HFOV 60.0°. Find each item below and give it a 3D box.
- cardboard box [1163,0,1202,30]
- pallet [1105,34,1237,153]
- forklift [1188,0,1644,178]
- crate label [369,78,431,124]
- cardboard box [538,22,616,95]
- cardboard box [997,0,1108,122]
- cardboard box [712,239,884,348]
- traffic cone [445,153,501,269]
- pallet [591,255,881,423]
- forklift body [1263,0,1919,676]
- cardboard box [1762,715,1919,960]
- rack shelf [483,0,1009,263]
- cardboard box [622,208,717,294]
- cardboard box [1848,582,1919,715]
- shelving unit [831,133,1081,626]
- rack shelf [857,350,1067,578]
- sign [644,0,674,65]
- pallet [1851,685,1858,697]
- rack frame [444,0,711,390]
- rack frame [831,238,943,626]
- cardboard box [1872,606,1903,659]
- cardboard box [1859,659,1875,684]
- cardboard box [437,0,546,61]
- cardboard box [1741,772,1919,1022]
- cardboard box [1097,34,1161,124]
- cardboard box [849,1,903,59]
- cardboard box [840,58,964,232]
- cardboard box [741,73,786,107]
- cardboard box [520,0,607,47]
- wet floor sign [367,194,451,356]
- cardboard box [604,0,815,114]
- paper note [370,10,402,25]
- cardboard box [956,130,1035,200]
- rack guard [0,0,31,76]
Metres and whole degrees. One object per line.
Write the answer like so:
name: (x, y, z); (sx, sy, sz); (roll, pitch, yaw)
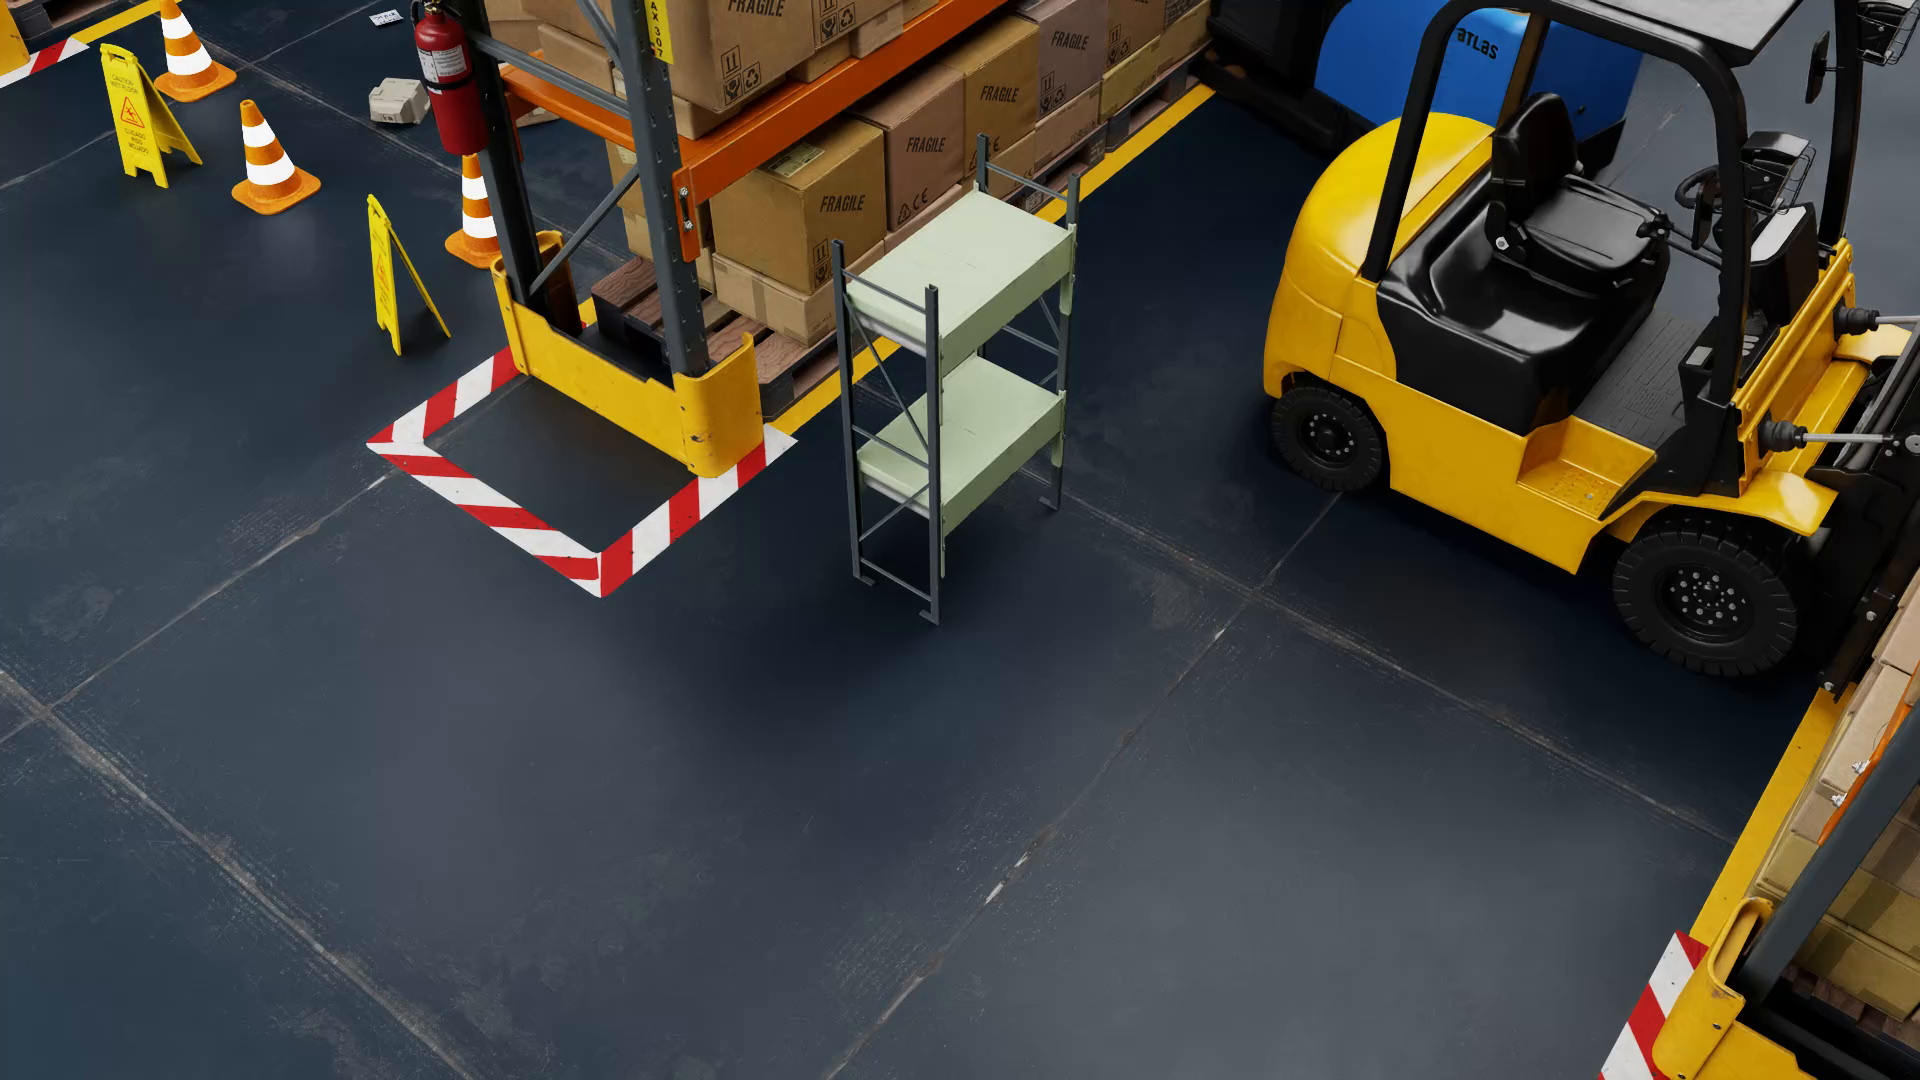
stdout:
cardboard box: (0.927, -2.856, 7.997); (0.500, 0.500, 0.500); (28, 53, 25)
pallet: (0.694, -2.496, 8.488); (1.003, 0.211, 1.213); (29, 53, 25)
forklift: (1.810, -3.423, 7.493); (1.130, 2.935, 3.031); (-28, 53, -24)
crate label: (-2.782, -2.171, 8.230); (0.250, 0.136, 0.298); (6, 47, 5)
cardboard box: (-1.310, -1.792, 6.061); (0.380, 0.149, 0.250); (31, 54, 26)
cardboard box: (0.307, -2.272, 7.439); (0.500, 0.500, 0.500); (32, 54, 27)
cardboard box: (-0.657, -1.105, 6.842); (0.500, 0.250, 0.500); (29, 53, 25)
traffic cone: (-2.127, -1.510, 7.373); (0.336, 0.463, 0.334); (29, 53, 25)
pallet: (-0.798, -1.100, 7.155); (1.003, 0.211, 1.213); (29, 53, 25)
forklift body: (2.277, -0.977, 5.695); (2.313, 2.155, 1.214); (29, 53, 25)
cardboard box: (2.611, 0.837, 4.641); (0.500, 0.250, 0.500); (29, 53, 25)
rack shelf: (-0.146, -2.466, 7.029); (1.077, 0.370, 4.000); (29, 53, 25)
cardboard box: (-1.073, -1.361, 7.087); (0.500, 0.250, 0.500); (29, 53, 25)
cardboard box: (2.903, 0.385, 4.727); (0.500, 0.250, 0.500); (30, 53, 26)
shelving unit: (-0.004, -0.514, 5.704); (0.431, 1.500, 0.755); (29, 53, 25)
rack shelf: (-0.004, -0.289, 5.940); (0.431, 0.370, 0.720); (29, 53, 25)
sign: (-0.940, -1.630, 5.134); (0.100, 0.325, 0.005); (29, 53, 25)
pallet: (3.742, 0.434, 5.689); (1.003, 0.211, 1.213); (29, 53, 25)
rack frame: (-1.369, -1.570, 5.676); (1.000, 3.000, 0.127); (29, 53, 25)
rack frame: (-0.228, -0.305, 5.504); (0.400, 1.500, 0.023); (29, 53, 25)
cardboard box: (3.226, 0.250, 5.202); (0.500, 0.250, 0.500); (28, 52, 24)
cardboard box: (3.223, 0.455, 5.352); (0.500, 0.250, 0.500); (30, 53, 25)
cardboard box: (-2.298, -2.832, 8.608); (0.797, 0.503, 0.637); (-2, 46, -2)
cardboard box: (2.598, 1.018, 4.814); (0.500, 0.250, 0.500); (30, 53, 25)
cardboard box: (0.610, -2.288, 7.973); (0.500, 0.250, 0.500); (28, 52, 24)
cardboard box: (-0.436, -1.978, 6.239); (0.380, 0.149, 0.250); (30, 53, 26)
cardboard box: (-0.327, -1.679, 6.872); (0.500, 0.500, 0.500); (27, 52, 24)
cardboard box: (-0.854, -1.737, 6.009); (0.380, 0.149, 0.250); (30, 53, 26)
cardboard box: (-1.255, -2.140, 5.945); (0.500, 0.500, 0.500); (28, 53, 24)
wet floor sign: (-2.332, -1.121, 6.875); (0.232, 0.644, 0.267); (-25, 51, -22)
cardboard box: (-0.860, -1.856, 5.674); (0.500, 0.500, 0.500); (28, 53, 24)
paper note: (-3.071, -2.798, 8.903); (0.142, 0.017, 0.144); (-25, 51, -22)
cardboard box: (-0.015, -1.712, 7.422); (0.500, 0.250, 0.500); (33, 54, 27)
rack guard: (-5.363, -2.824, 8.602); (1.175, 0.500, 0.348); (29, 53, 25)
